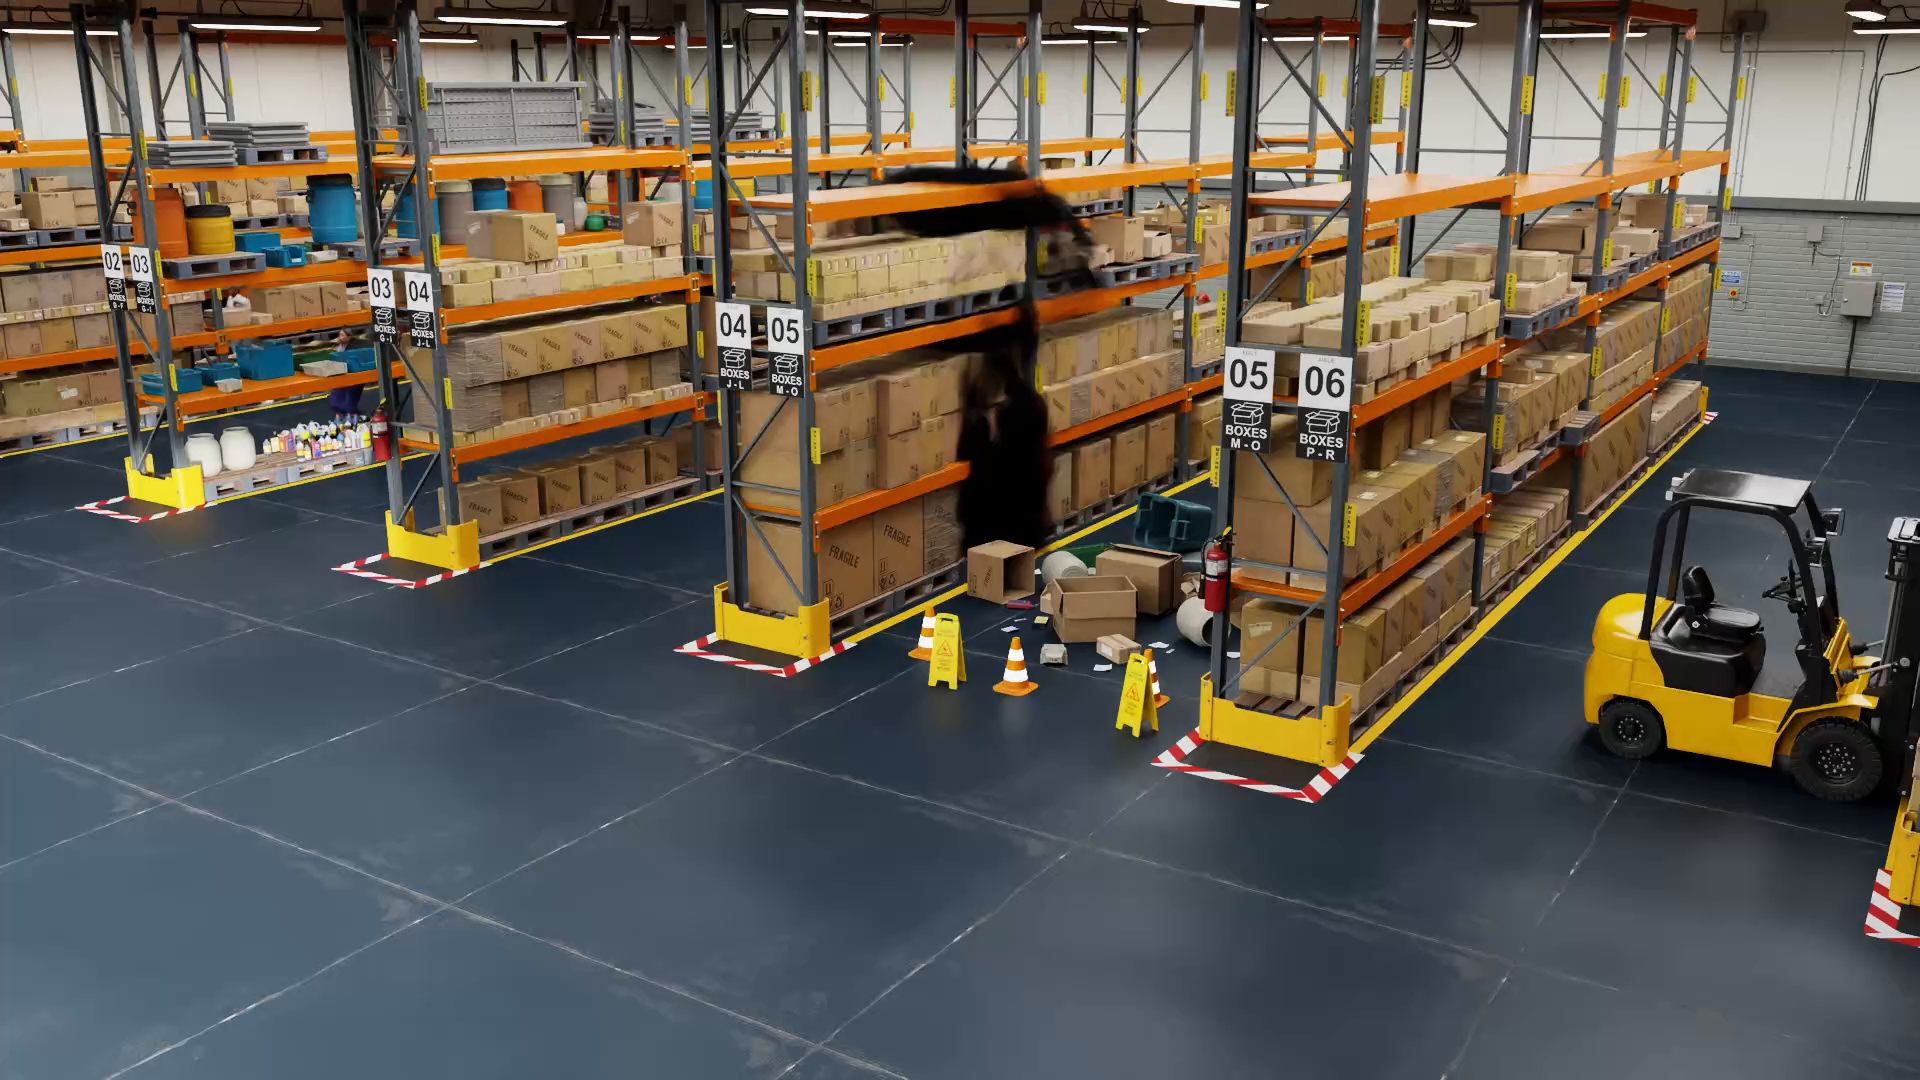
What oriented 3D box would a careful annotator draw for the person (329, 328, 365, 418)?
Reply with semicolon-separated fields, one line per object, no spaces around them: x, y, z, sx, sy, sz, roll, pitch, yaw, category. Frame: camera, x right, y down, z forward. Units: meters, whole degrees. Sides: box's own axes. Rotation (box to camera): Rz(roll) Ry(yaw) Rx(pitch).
-9.070;-2.336;24.618;0.581;1.602;0.536;8;17;26;person

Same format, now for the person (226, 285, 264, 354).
-12.872;-3.816;29.860;0.599;1.683;0.915;8;17;27;person

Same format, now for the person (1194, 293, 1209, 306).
4.033;-3.204;27.497;0.661;1.773;0.798;12;20;37;person
